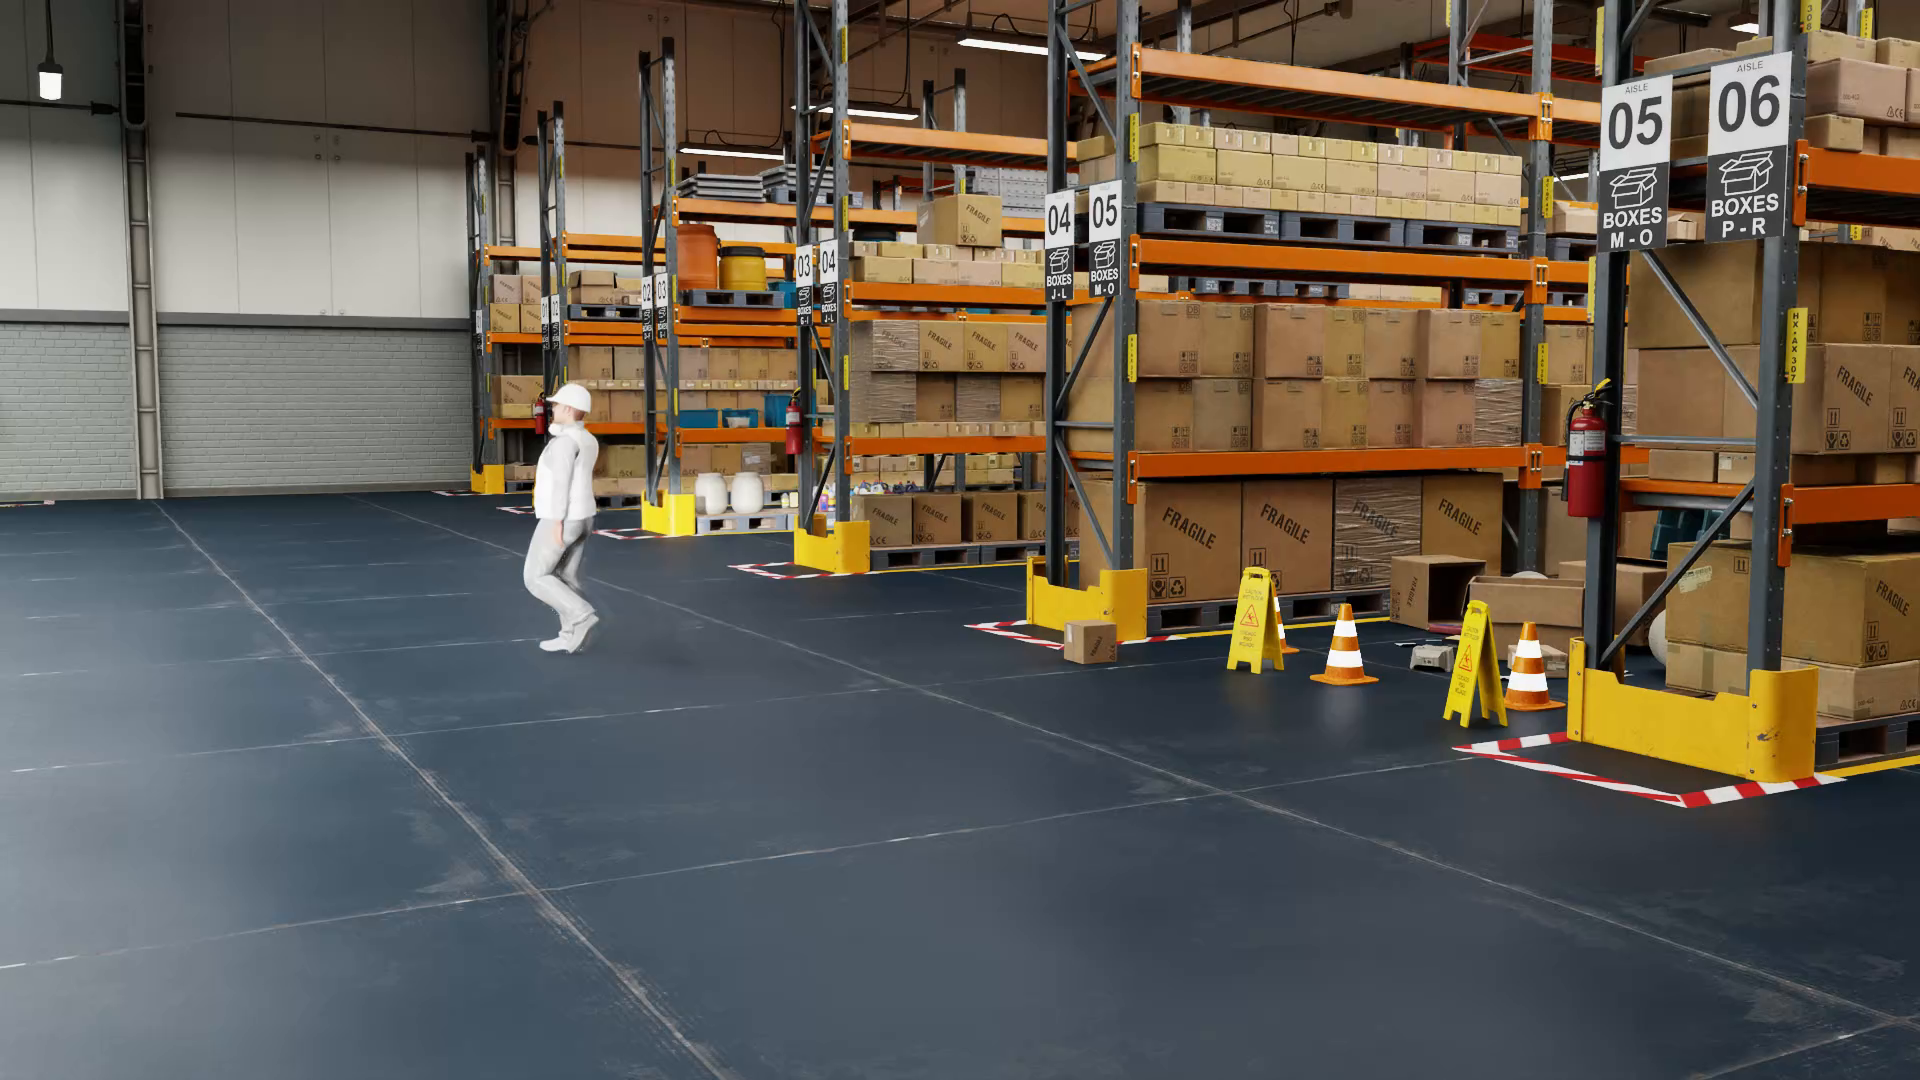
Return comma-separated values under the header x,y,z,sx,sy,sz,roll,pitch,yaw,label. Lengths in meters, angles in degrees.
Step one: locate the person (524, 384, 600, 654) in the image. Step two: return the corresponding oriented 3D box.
x,y,z,sx,sy,sz,roll,pitch,yaw,label
-2.569,-0.138,10.914,0.493,1.763,0.534,1,5,10,person
